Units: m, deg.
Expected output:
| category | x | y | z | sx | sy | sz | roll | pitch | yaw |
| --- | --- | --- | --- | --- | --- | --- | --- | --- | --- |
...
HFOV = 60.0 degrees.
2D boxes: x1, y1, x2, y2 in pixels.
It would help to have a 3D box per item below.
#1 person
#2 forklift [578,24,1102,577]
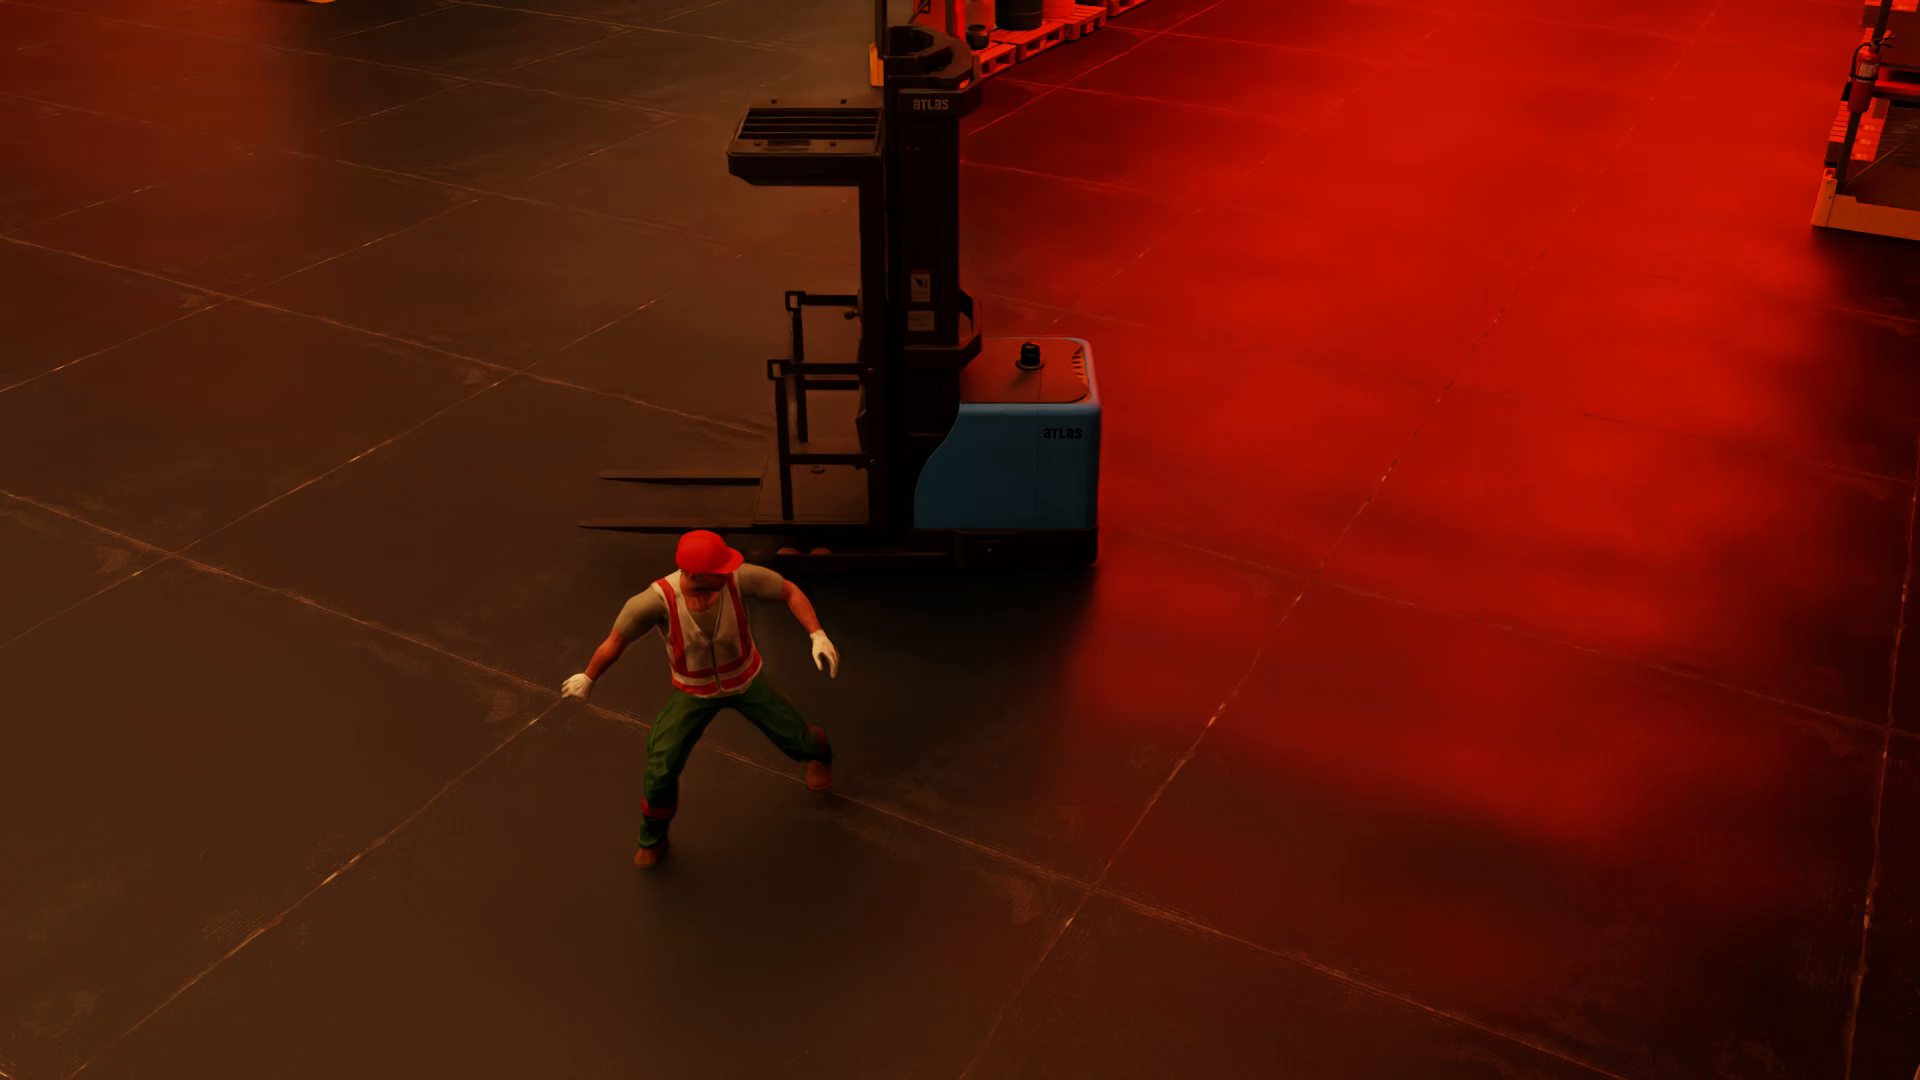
| category | x | y | z | sx | sy | sz | roll | pitch | yaw |
| --- | --- | --- | --- | --- | --- | --- | --- | --- | --- |
| person | -1.137 | 0.658 | 7.315 | 1.204 | 1.676 | 0.526 | -8 | 31 | -13 |
| forklift | -0.712 | -1.322 | 9.361 | 3.031 | 2.935 | 1.130 | 0 | 30 | 0 |
